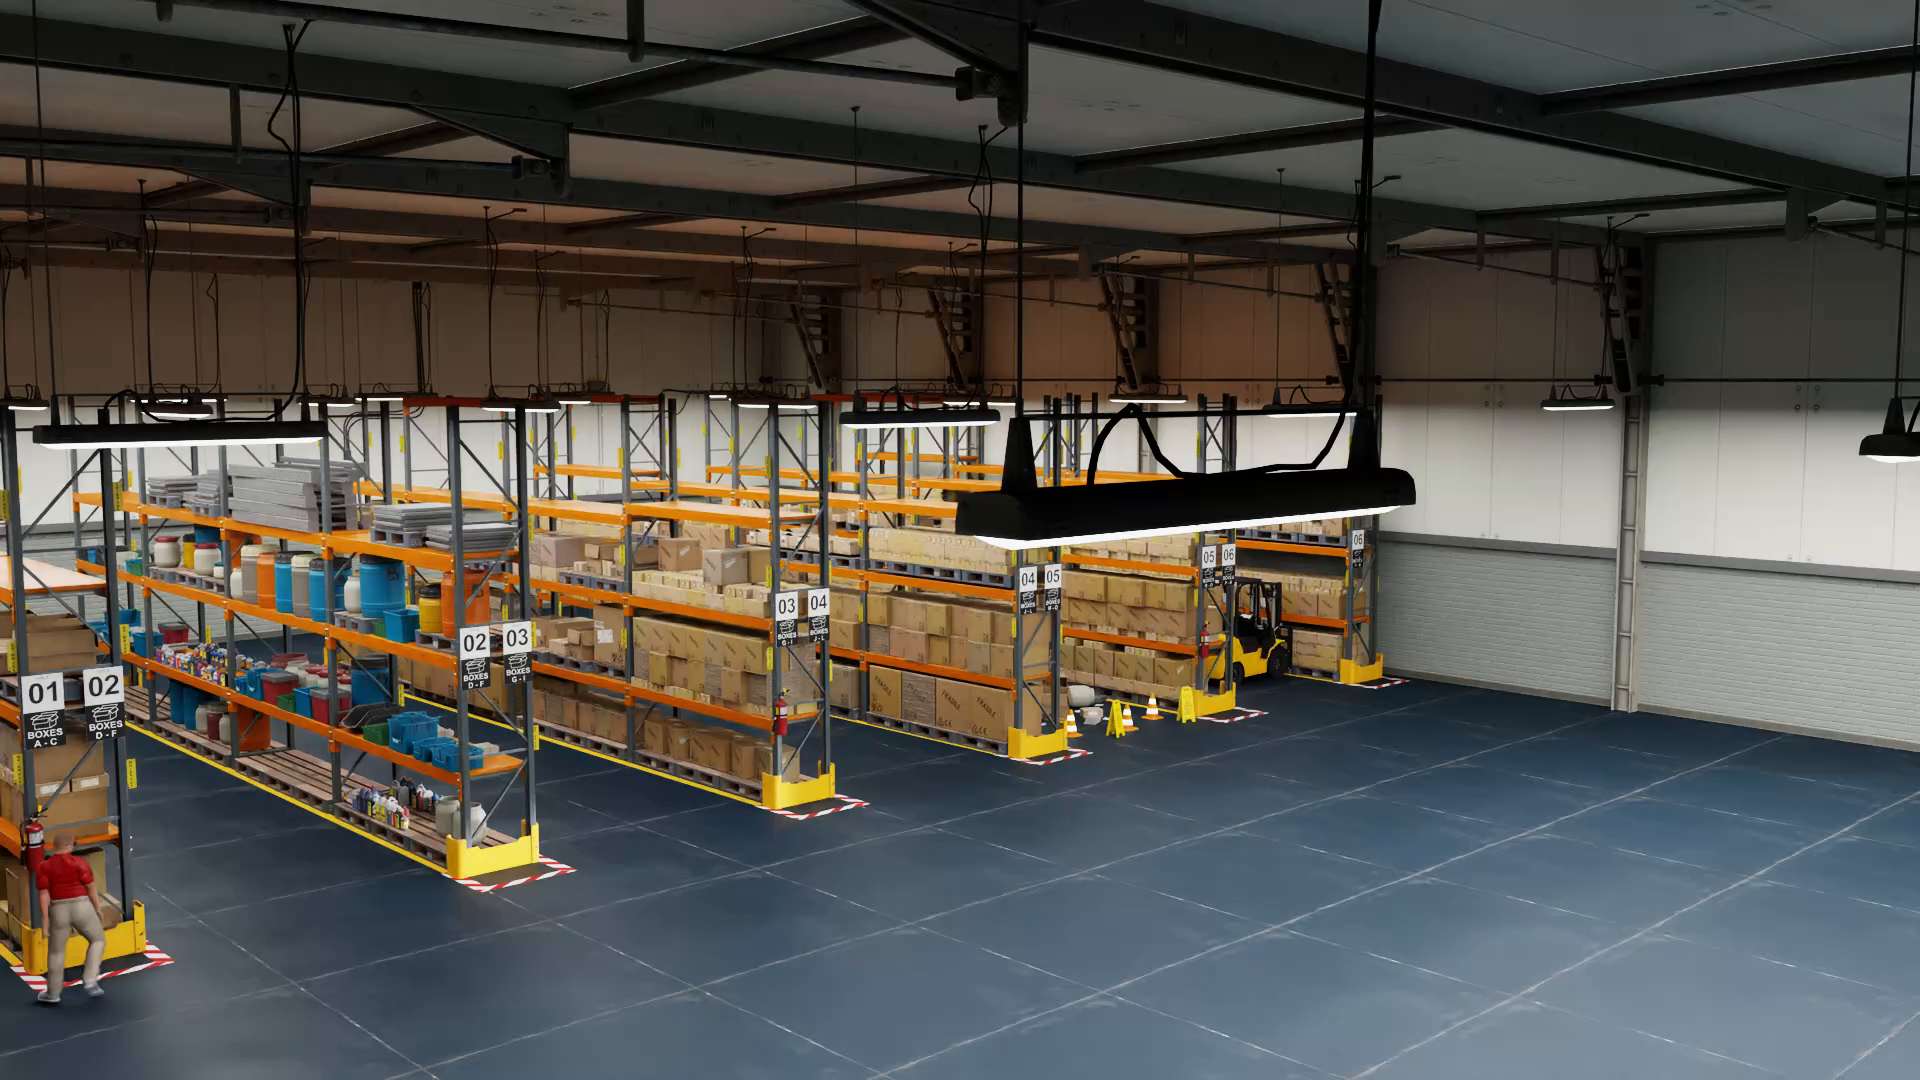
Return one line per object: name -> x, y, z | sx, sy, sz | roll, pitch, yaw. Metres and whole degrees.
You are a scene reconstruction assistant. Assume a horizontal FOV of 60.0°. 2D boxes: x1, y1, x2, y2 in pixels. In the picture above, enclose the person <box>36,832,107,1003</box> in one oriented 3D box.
person -> -9.073, 3.827, 16.895 | 0.654, 1.740, 0.417 | -1, 6, -15
